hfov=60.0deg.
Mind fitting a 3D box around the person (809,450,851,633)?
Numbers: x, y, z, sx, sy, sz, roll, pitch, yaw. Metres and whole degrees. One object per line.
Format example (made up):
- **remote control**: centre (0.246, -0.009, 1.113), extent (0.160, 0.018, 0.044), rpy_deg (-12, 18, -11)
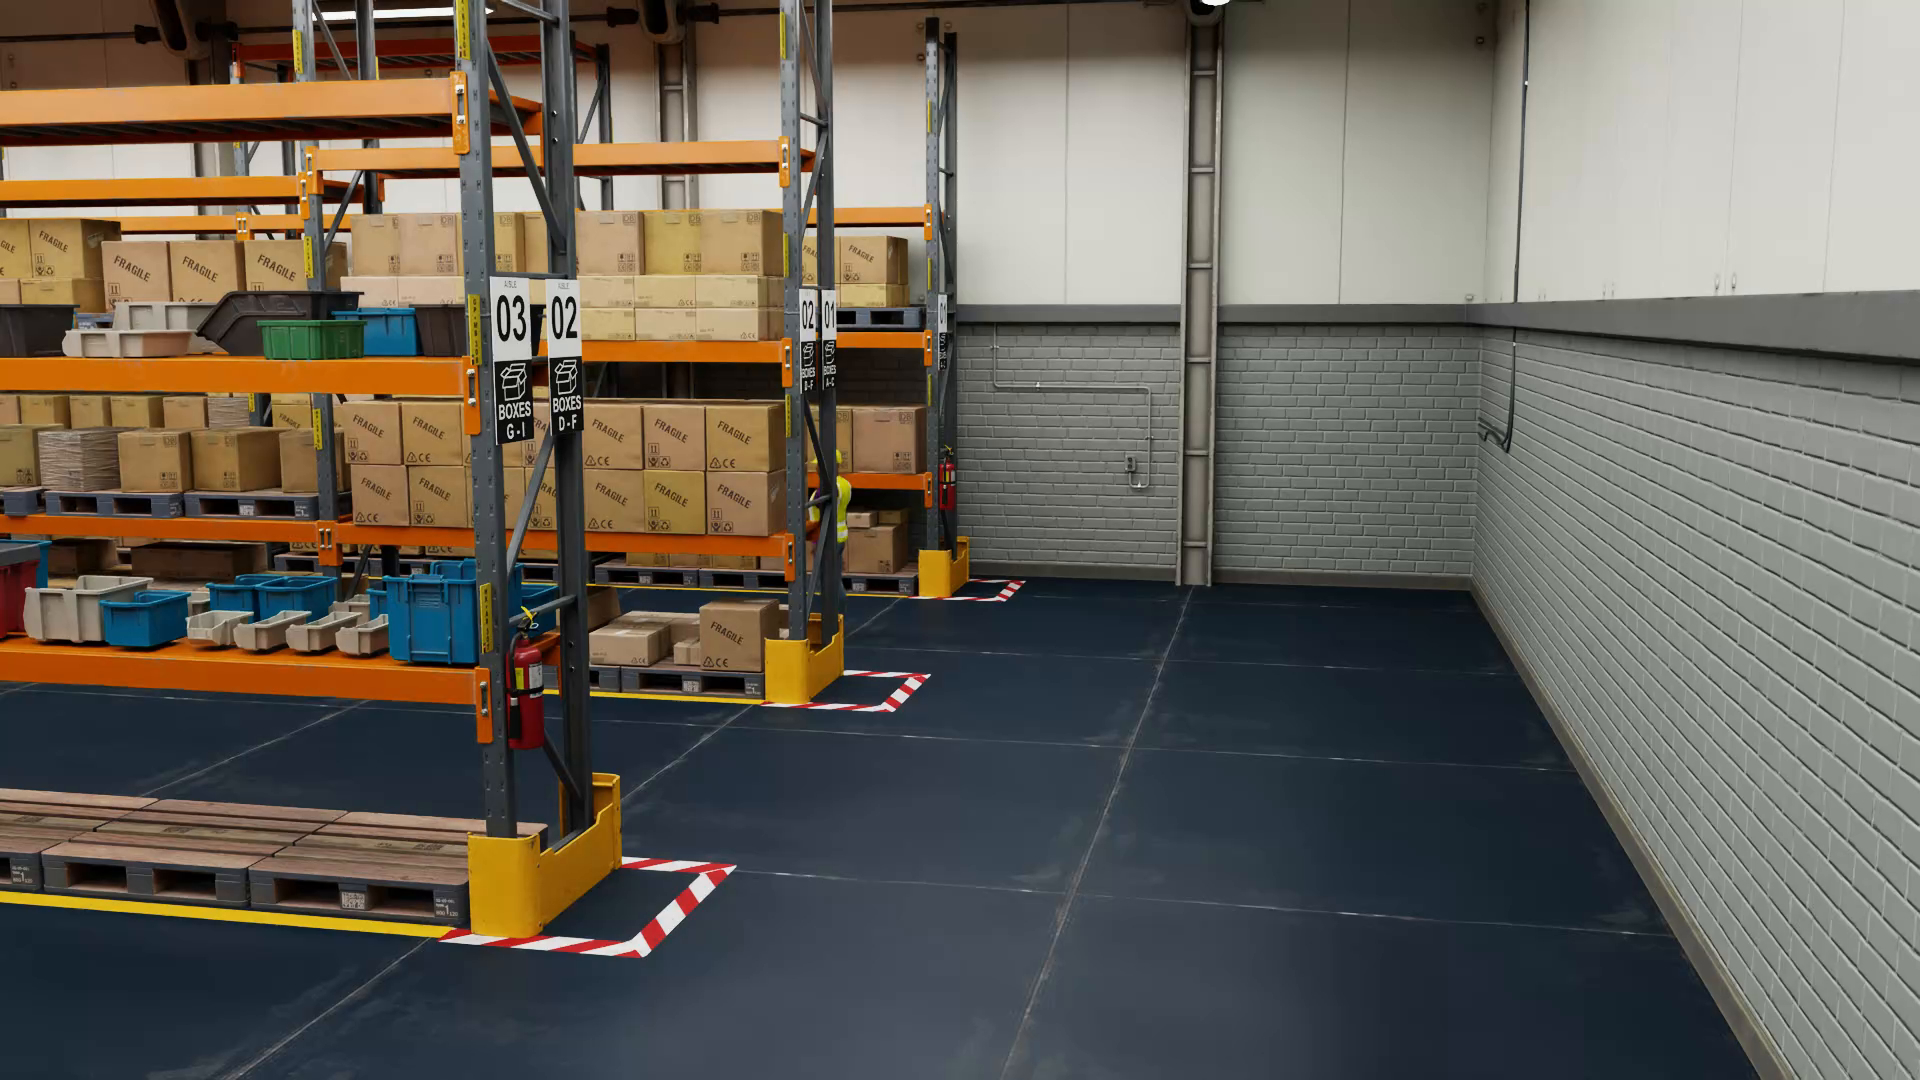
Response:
- **person**: centre (-1.232, 0.021, 15.560), extent (0.368, 1.767, 0.563), rpy_deg (2, 8, 13)
